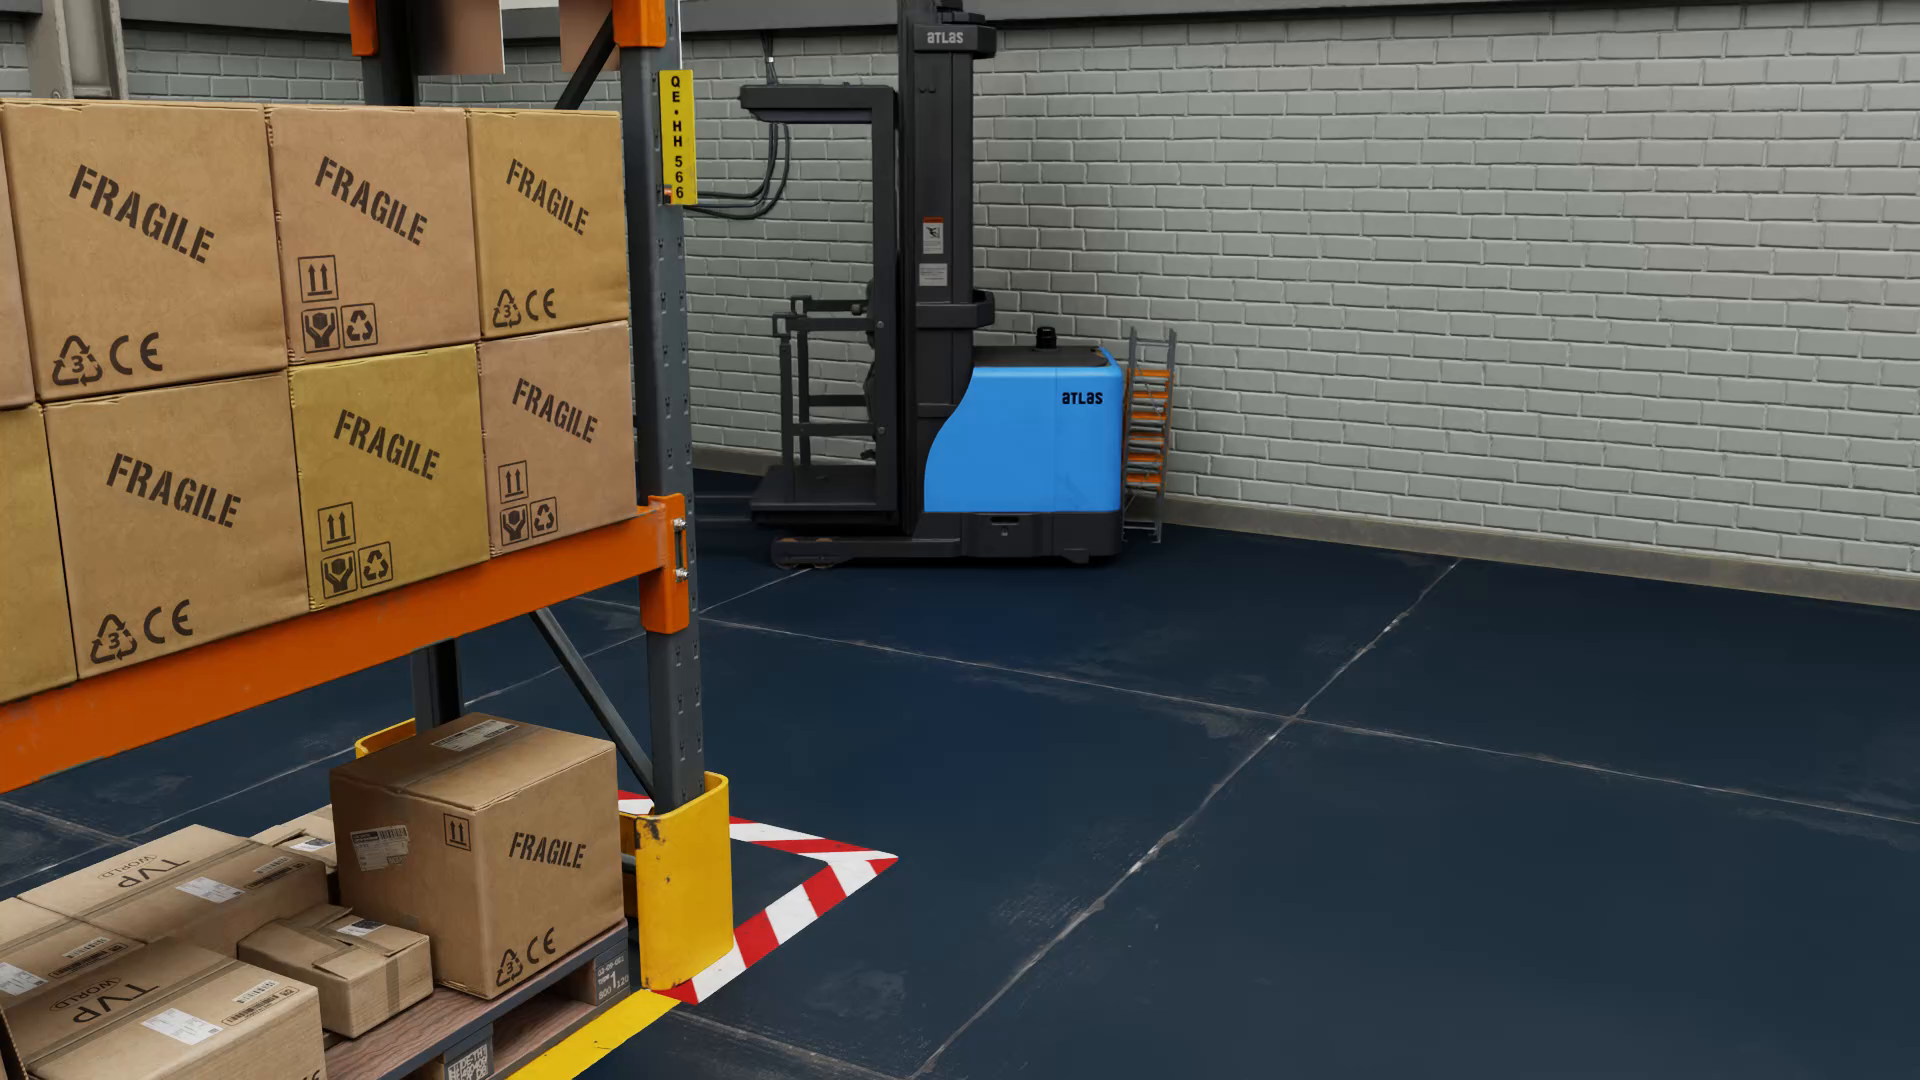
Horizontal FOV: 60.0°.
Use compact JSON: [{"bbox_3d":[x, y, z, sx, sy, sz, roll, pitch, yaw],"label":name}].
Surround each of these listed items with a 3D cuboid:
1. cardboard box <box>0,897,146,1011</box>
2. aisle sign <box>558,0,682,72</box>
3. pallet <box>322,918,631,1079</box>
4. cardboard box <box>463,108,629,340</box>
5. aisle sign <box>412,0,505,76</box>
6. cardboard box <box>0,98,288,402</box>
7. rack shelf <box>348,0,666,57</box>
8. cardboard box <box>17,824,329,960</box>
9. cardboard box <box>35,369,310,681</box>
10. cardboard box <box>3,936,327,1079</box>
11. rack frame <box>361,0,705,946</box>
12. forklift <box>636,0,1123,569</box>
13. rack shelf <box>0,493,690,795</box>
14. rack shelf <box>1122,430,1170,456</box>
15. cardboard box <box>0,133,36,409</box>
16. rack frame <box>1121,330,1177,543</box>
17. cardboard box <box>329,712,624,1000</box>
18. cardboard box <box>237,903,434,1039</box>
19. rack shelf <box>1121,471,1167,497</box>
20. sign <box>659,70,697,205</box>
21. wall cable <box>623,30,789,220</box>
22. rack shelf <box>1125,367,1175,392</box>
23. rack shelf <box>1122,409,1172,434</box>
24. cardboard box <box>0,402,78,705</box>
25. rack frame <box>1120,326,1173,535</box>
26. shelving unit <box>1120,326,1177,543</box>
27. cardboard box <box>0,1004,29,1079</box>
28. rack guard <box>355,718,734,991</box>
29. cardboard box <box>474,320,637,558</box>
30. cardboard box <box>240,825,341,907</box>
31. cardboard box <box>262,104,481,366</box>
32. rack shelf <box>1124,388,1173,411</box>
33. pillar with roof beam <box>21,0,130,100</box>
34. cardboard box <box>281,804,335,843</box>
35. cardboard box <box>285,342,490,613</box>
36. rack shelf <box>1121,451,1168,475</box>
[{"bbox_3d":[-2.173,1.054,3.690,0.500,0.250,0.500,7,15,28],"label":"cardboard box"},{"bbox_3d":[-0.877,-1.597,4.209,0.394,0.787,0.004,7,15,28],"label":"aisle sign"},{"bbox_3d":[-1.600,1.182,4.183,1.003,0.211,1.213,7,15,28],"label":"pallet"},{"bbox_3d":[-1.153,-0.766,3.962,0.500,0.500,0.500,7,15,28],"label":"cardboard box"},{"bbox_3d":[-1.403,-1.664,4.491,0.394,0.787,0.004,7,15,28],"label":"aisle sign"},{"bbox_3d":[-1.643,-0.555,3.089,0.500,0.500,0.500,8,16,30],"label":"cardboard box"},{"bbox_3d":[-2.145,-1.052,2.630,1.077,0.370,4.000,7,15,28],"label":"rack shelf"},{"bbox_3d":[-1.932,0.951,4.115,0.500,0.250,0.500,7,15,28],"label":"cardboard box"},{"bbox_3d":[-1.651,-0.071,3.213,0.500,0.500,0.500,8,15,28],"label":"cardboard box"},{"bbox_3d":[-1.711,1.100,3.497,0.500,0.250,0.500,7,15,28],"label":"cardboard box"},{"bbox_3d":[-1.179,-0.353,4.599,1.000,3.000,0.127,7,15,28],"label":"rack frame"},{"bbox_3d":[-0.644,-1.392,9.054,3.031,2.935,1.130,0,14,0],"label":"forklift"},{"bbox_3d":[-2.145,0.407,2.982,1.077,0.370,4.000,7,15,28],"label":"rack shelf"},{"bbox_3d":[1.048,-0.551,9.420,0.258,0.103,0.180,3,14,0],"label":"rack shelf"},{"bbox_3d":[-1.891,-0.450,2.652,0.500,0.500,0.500,8,16,30],"label":"cardboard box"},{"bbox_3d":[1.049,-0.572,9.321,0.240,1.200,0.006,3,14,0],"label":"rack frame"},{"bbox_3d":[-1.226,0.787,4.262,0.500,0.500,0.500,7,15,28],"label":"cardboard box"},{"bbox_3d":[-1.500,1.022,3.999,0.380,0.166,0.250,7,15,28],"label":"cardboard box"},{"bbox_3d":[1.037,-0.318,9.477,0.258,0.103,0.180,3,14,0],"label":"rack shelf"},{"bbox_3d":[-0.702,-1.003,4.149,0.100,0.325,0.005,7,15,28],"label":"sign"},{"bbox_3d":[-2.470,-3.441,11.230,3.097,2.526,0.112,7,15,28],"label":"wall cable"},{"bbox_3d":[1.066,-0.900,9.335,0.258,0.103,0.180,3,14,0],"label":"rack shelf"},{"bbox_3d":[1.054,-0.667,9.392,0.258,0.103,0.180,3,14,0],"label":"rack shelf"},{"bbox_3d":[-1.894,0.033,2.785,0.500,0.500,0.500,7,15,27],"label":"cardboard box"},{"bbox_3d":[1.052,-0.615,9.499,0.240,1.200,0.006,3,14,0],"label":"rack frame"},{"bbox_3d":[1.051,-0.594,9.410,0.258,1.200,0.189,3,14,0],"label":"shelving unit"},{"bbox_3d":[-2.209,1.081,3.038,0.797,0.503,0.637,7,15,28],"label":"cardboard box"},{"bbox_3d":[-1.215,0.877,4.828,1.175,0.500,0.348,7,15,28],"label":"rack guard"},{"bbox_3d":[-1.157,-0.279,4.079,0.500,0.500,0.500,8,16,30],"label":"cardboard box"},{"bbox_3d":[-1.803,0.908,4.472,0.380,0.166,0.250,7,15,28],"label":"cardboard box"},{"bbox_3d":[-1.397,-0.662,3.532,0.500,0.500,0.500,8,16,30],"label":"cardboard box"},{"bbox_3d":[1.060,-0.783,9.364,0.258,0.103,0.180,3,14,0],"label":"rack shelf"},{"bbox_3d":[-1.200,-3.995,6.902,9.100,9.000,0.400,7,15,28],"label":"pillar with roof beam"},{"bbox_3d":[-1.682,0.866,4.687,0.380,0.149,0.250,7,15,28],"label":"cardboard box"},{"bbox_3d":[-1.405,-0.172,3.635,0.500,0.500,0.500,8,15,29],"label":"cardboard box"},{"bbox_3d":[1.043,-0.434,9.448,0.258,0.103,0.180,3,14,0],"label":"rack shelf"}]
